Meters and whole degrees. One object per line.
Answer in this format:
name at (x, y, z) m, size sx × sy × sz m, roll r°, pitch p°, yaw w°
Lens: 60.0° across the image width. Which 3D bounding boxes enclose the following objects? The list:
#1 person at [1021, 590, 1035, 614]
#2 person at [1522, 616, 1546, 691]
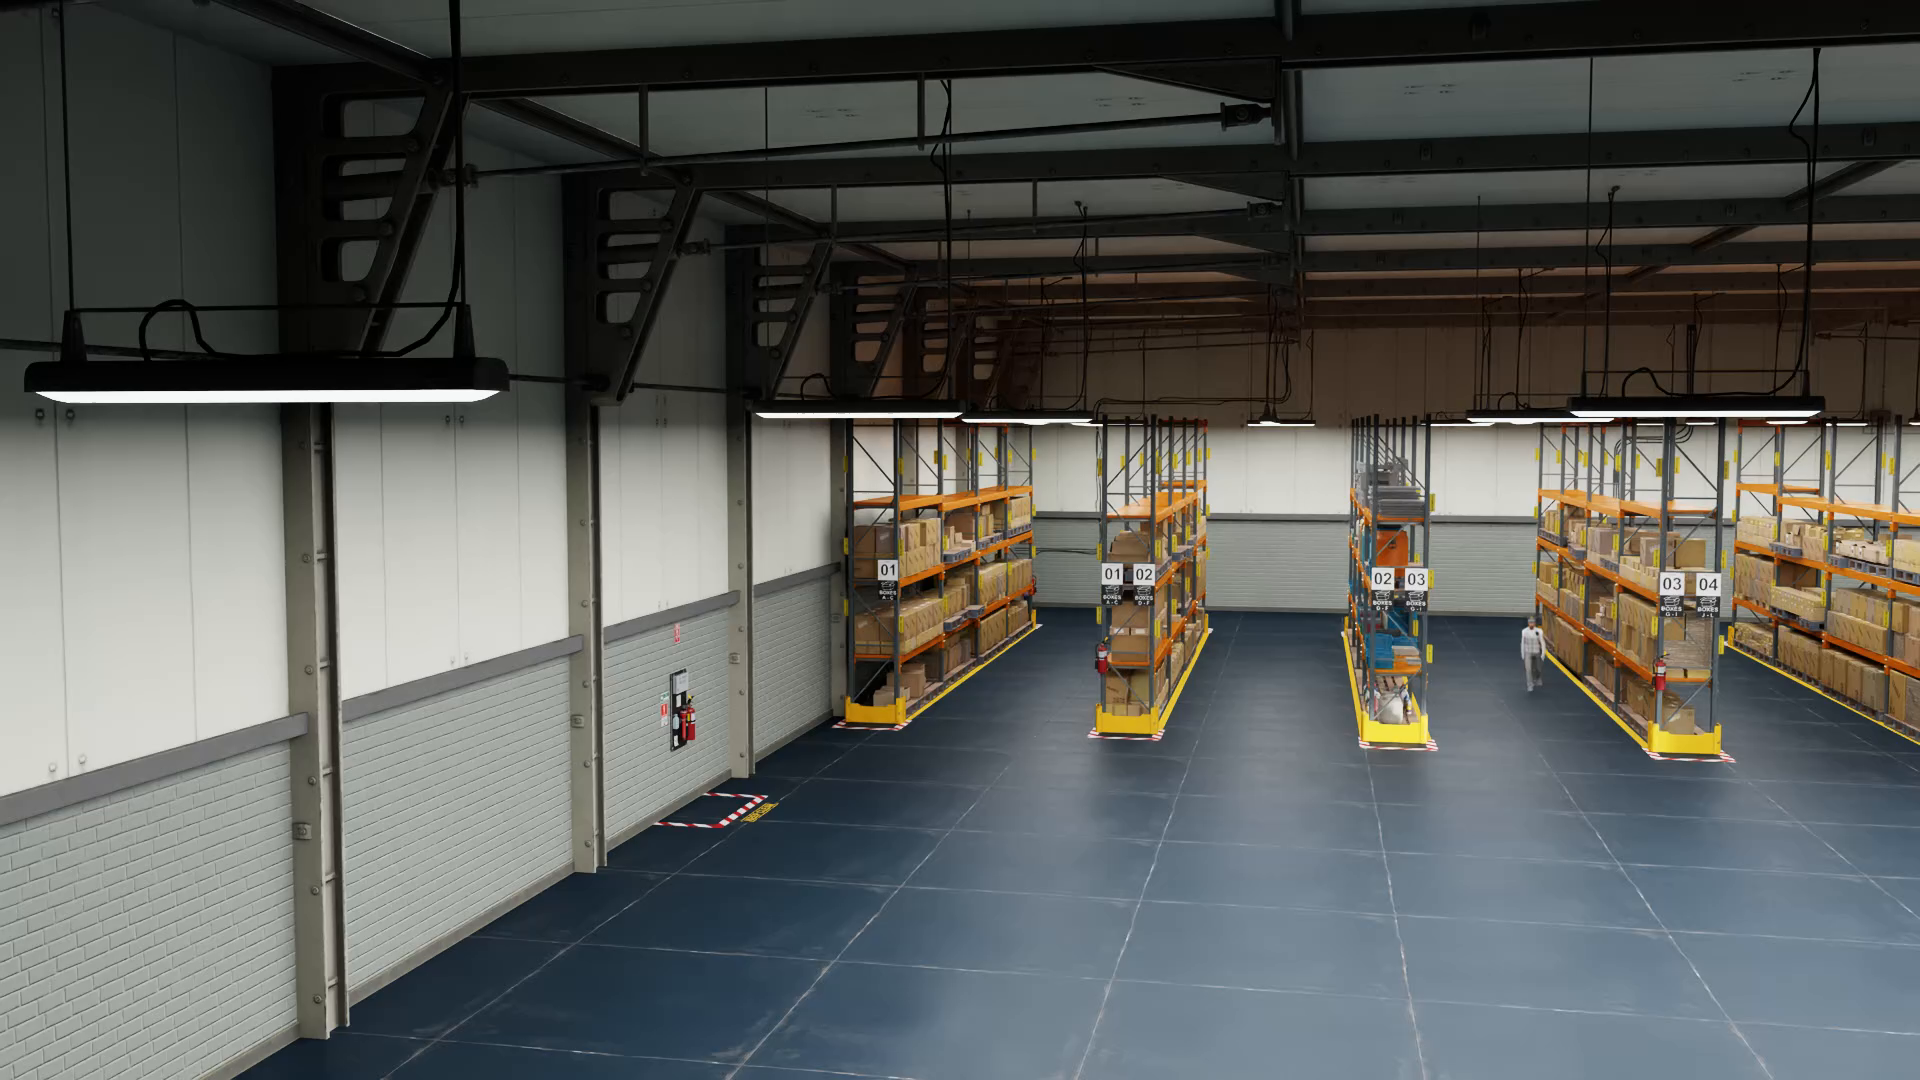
person at (1.998, 1.667, 49.156) m, size 0.587 × 1.592 × 0.455 m, roll 2°, pitch 4°, yaw 29°
person at (12.596, 2.468, 36.518) m, size 0.508 × 1.636 × 0.942 m, roll 1°, pitch 4°, yaw 21°
